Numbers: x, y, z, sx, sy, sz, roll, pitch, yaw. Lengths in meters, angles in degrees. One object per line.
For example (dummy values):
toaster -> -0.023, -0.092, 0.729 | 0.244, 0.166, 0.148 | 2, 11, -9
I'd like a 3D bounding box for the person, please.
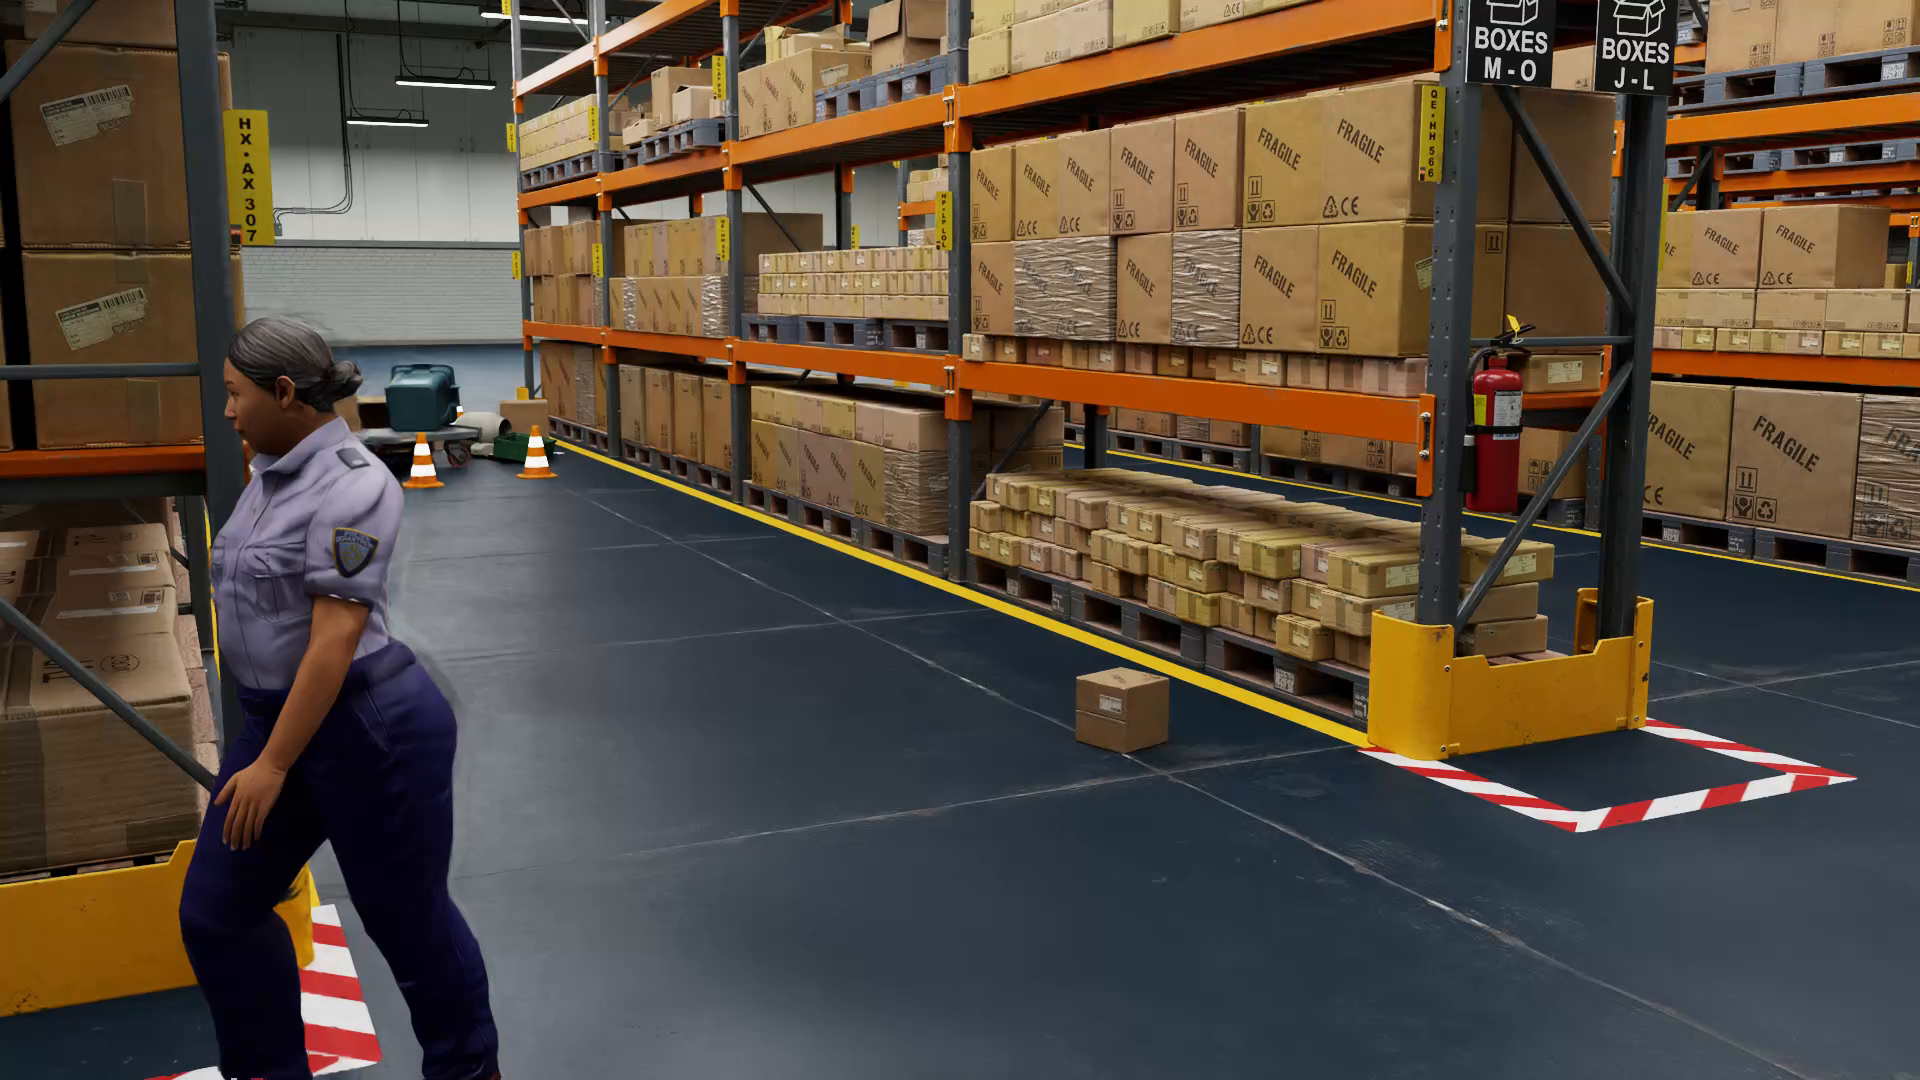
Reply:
person -> -1.218, 0.444, 3.195 | 0.501, 1.702, 0.595 | 7, 11, 39
